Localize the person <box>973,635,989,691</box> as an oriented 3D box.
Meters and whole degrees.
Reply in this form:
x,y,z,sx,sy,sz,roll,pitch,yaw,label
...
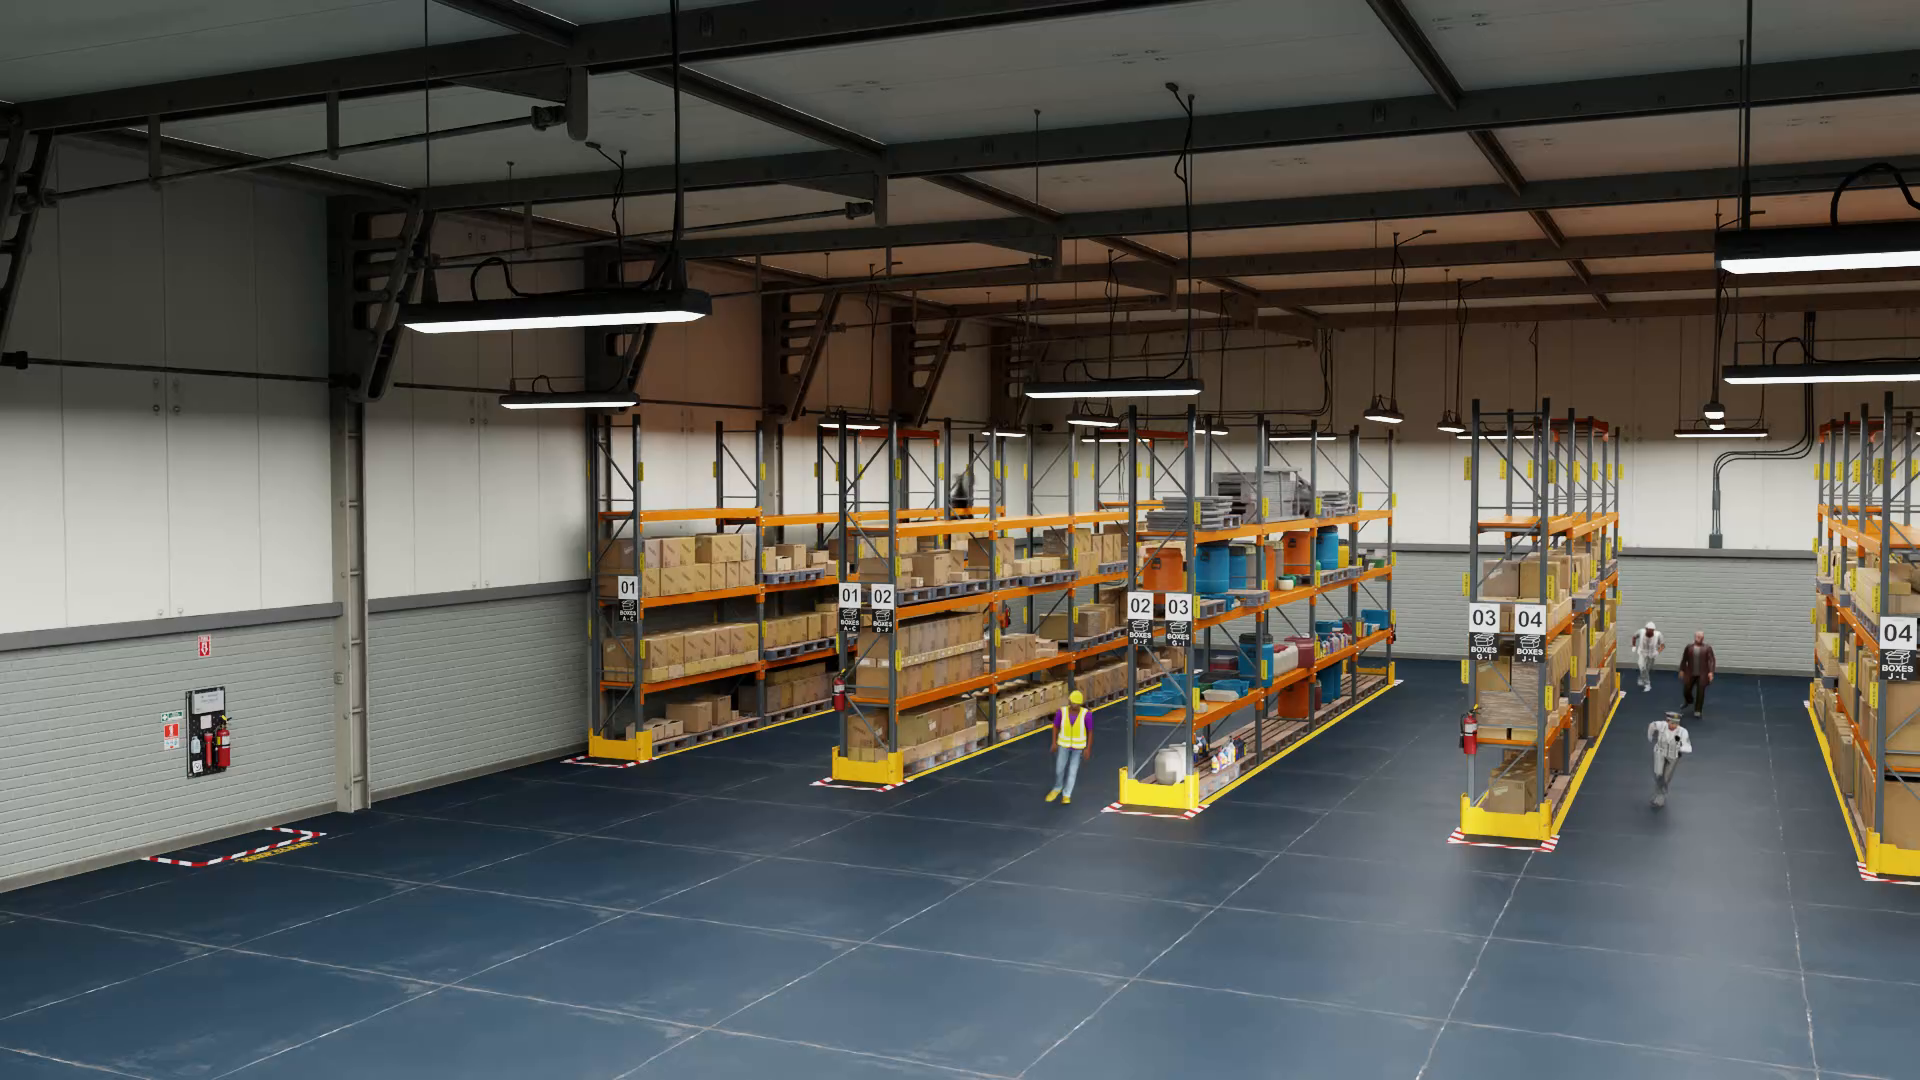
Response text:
x,y,z,sx,sy,sz,roll,pitch,yaw,label
0.535,2.687,38.030,0.590,1.471,1.077,2,3,36,person

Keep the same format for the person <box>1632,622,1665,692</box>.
x,y,z,sx,sy,sz,roll,pitch,yaw,label
15.750,2.642,38.108,0.690,1.610,1.131,1,2,15,person

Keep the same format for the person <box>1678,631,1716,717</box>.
x,y,z,sx,sy,sz,roll,pitch,yaw,label
15.076,2.726,33.989,0.750,1.743,0.719,2,3,35,person

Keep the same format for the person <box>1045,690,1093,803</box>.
x,y,z,sx,sy,sz,roll,pitch,yaw,label
1.629,3.088,24.840,0.716,1.725,0.593,0,2,5,person

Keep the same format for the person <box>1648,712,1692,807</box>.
x,y,z,sx,sy,sz,roll,pitch,yaw,label
10.552,3.238,24.732,0.562,1.445,1.018,1,2,18,person
